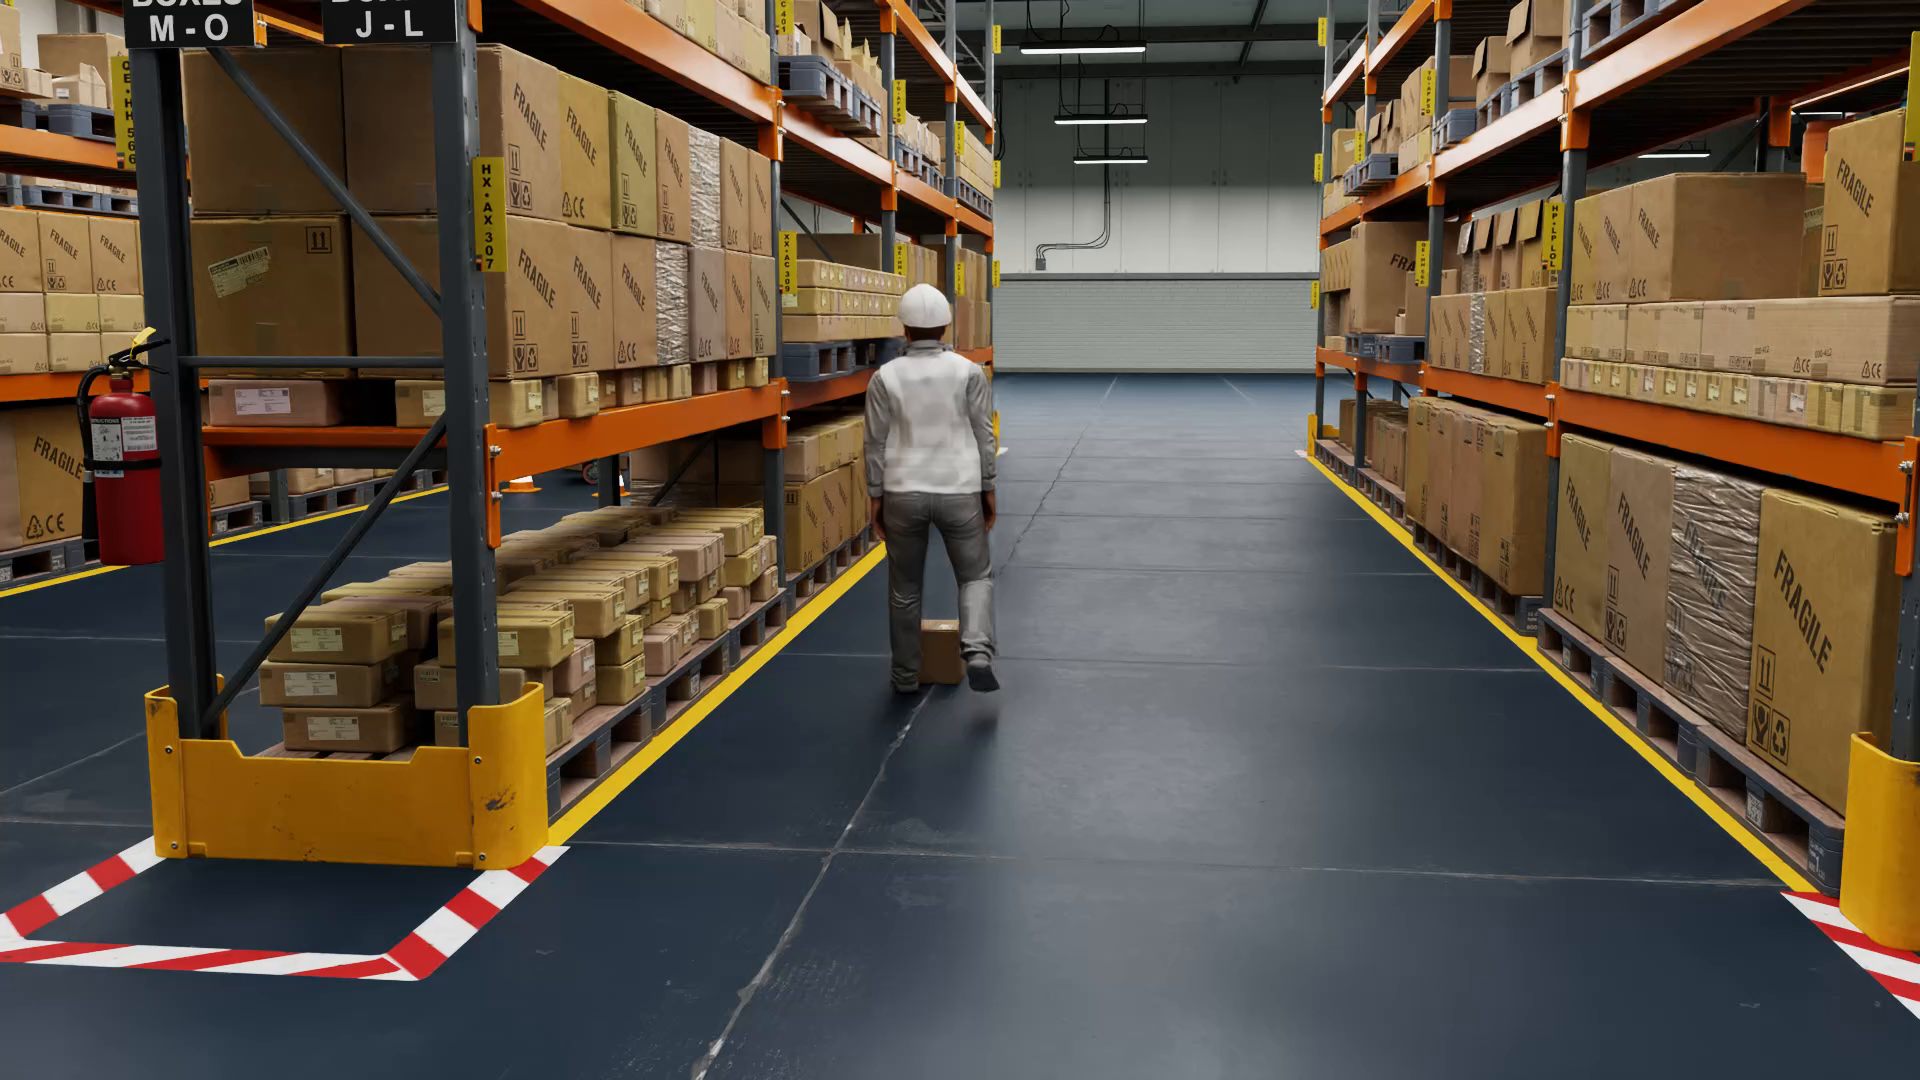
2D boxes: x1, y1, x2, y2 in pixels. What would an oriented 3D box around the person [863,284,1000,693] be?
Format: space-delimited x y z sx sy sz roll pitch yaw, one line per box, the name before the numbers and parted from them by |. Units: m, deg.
person | -0.118 -0.194 7.056 0.578 1.764 0.784 0 8 1
